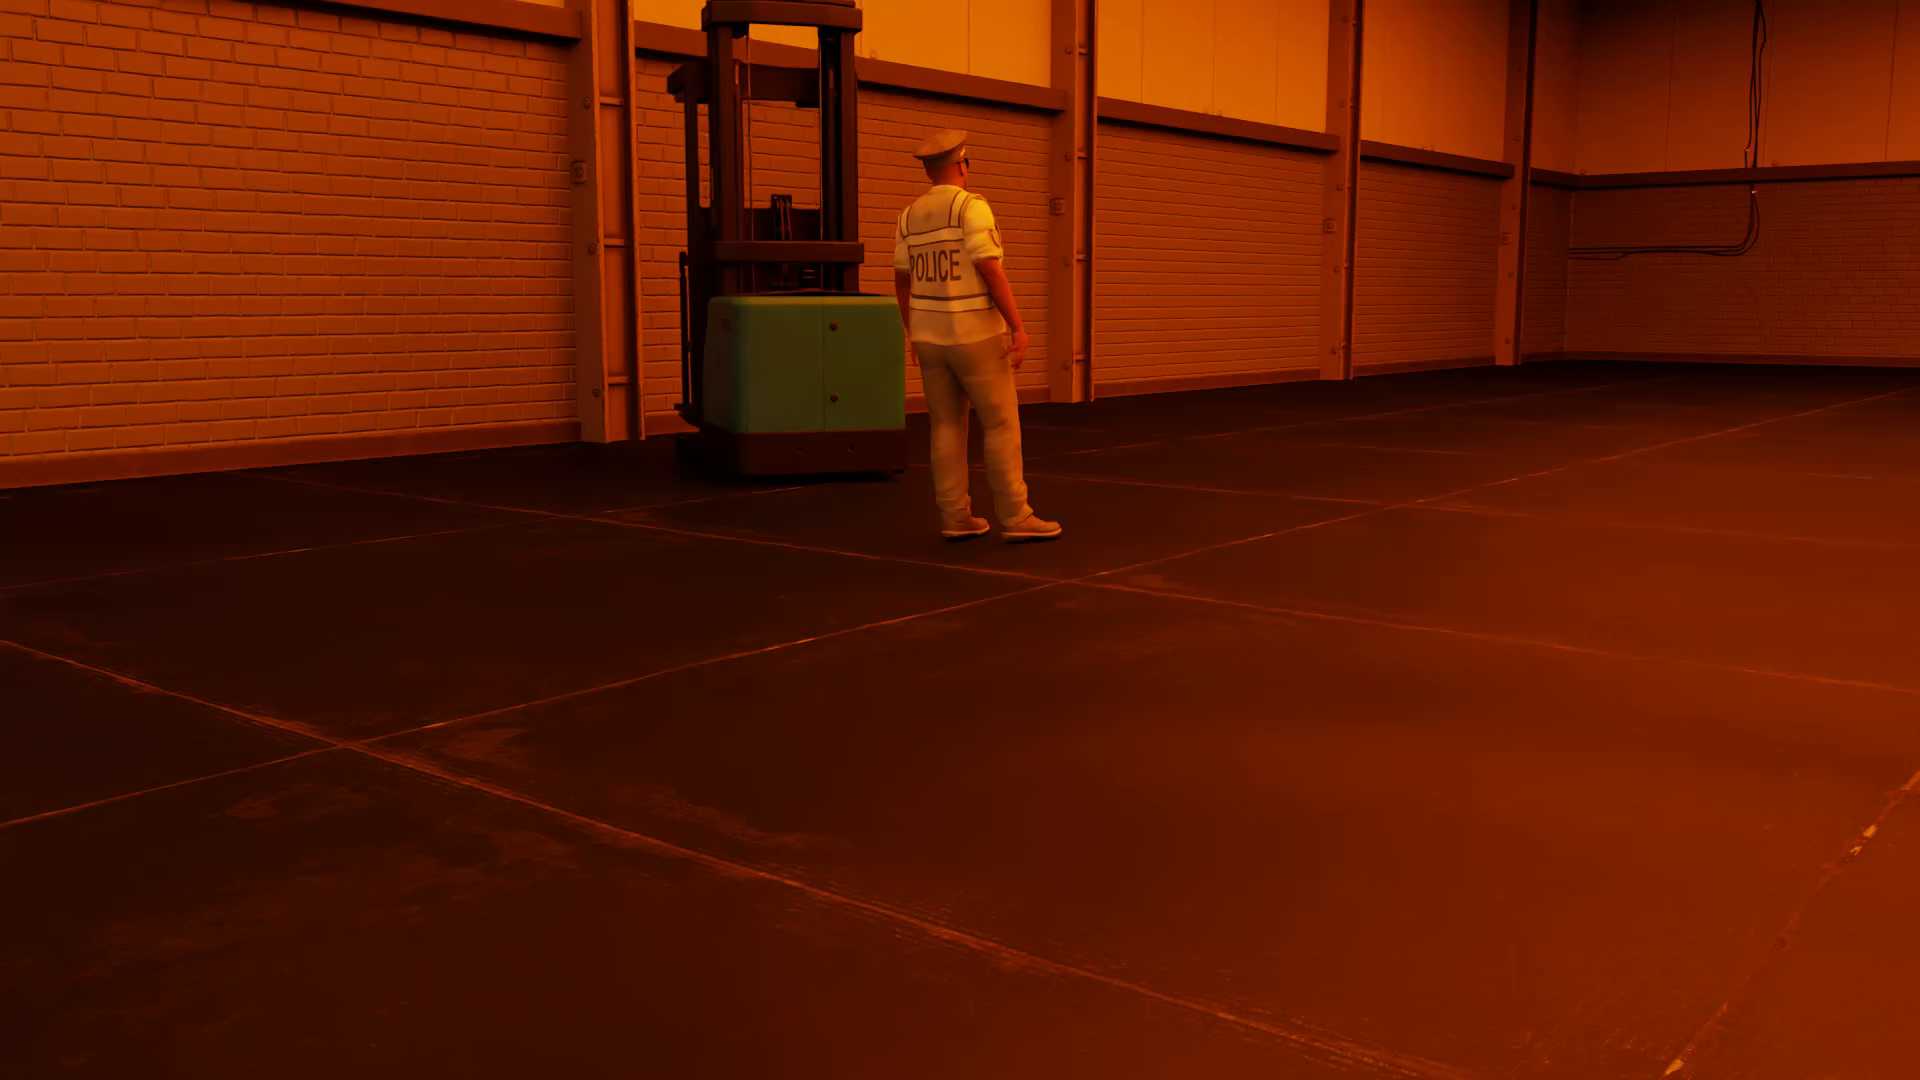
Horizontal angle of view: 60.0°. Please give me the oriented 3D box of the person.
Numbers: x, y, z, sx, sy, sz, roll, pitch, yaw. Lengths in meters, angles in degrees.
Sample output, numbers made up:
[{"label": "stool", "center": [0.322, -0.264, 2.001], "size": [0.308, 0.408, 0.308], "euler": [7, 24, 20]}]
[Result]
[{"label": "person", "center": [0.058, -0.898, 7.328], "size": [0.641, 1.781, 0.574], "euler": [7, 11, 38]}]

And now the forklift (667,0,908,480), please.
[{"label": "forklift", "center": [-1.260, -1.973, 10.762], "size": [1.130, 2.935, 3.031], "euler": [-3, 9, -19]}]
